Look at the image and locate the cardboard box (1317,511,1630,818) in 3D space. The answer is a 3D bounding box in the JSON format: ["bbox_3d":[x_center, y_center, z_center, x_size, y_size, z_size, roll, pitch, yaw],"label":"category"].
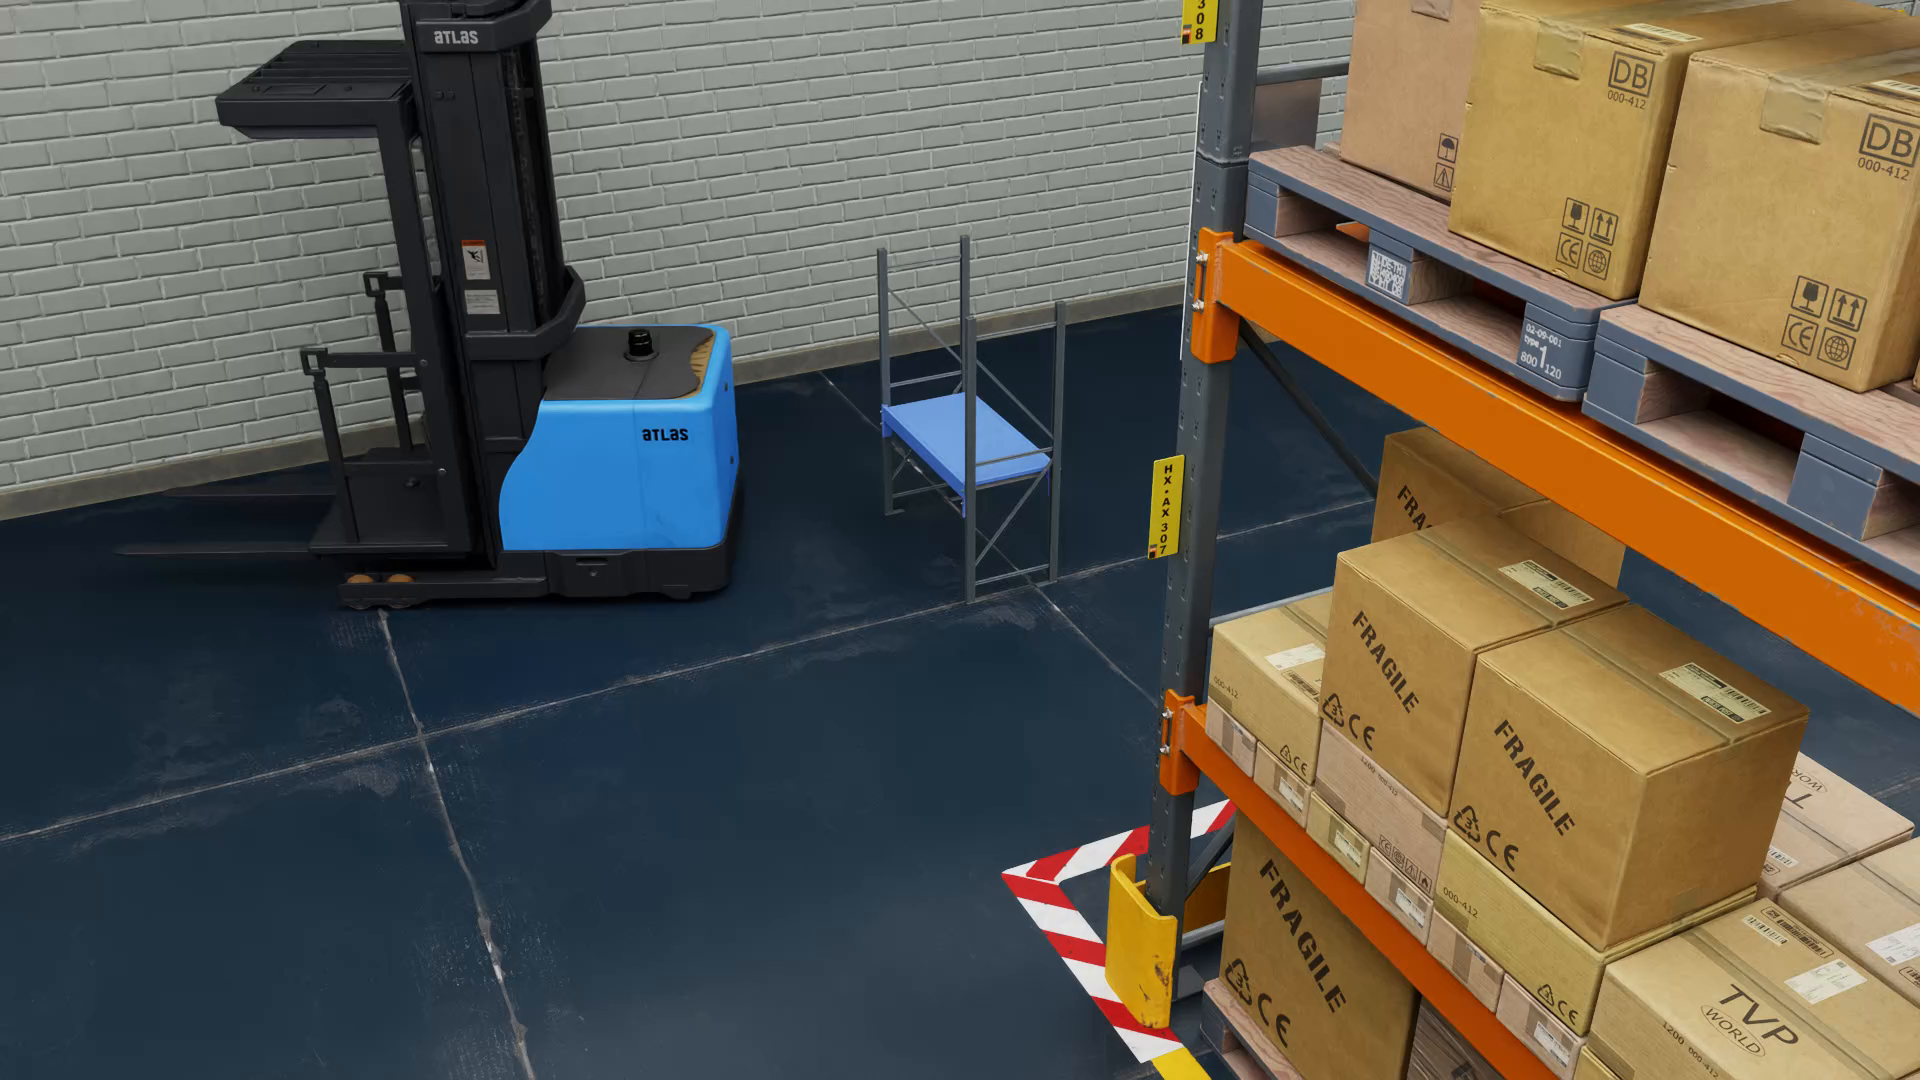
[{"bbox_3d":[1.286,0.302,4.227,0.500,0.500,0.500,-14,32,-23],"label":"cardboard box"}]

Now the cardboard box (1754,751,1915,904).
[{"bbox_3d":[1.993,0.747,4.201,0.500,0.250,0.500,-14,32,-24],"label":"cardboard box"}]

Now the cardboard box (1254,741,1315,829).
[{"bbox_3d":[1.075,0.652,4.777,0.380,0.149,0.250,-14,32,-23],"label":"cardboard box"}]

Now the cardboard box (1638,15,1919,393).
[{"bbox_3d":[1.779,-0.664,3.167,0.700,0.500,0.500,-15,33,-25],"label":"cardboard box"}]

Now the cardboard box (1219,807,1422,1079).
[{"bbox_3d":[1.456,1.213,5.263,0.875,0.875,0.875,-13,32,-22],"label":"cardboard box"}]

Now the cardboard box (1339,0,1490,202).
[{"bbox_3d":[1.381,-1.157,4.045,0.700,0.500,0.500,-15,33,-25],"label":"cardboard box"}]

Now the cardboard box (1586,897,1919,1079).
[{"bbox_3d":[1.742,1.088,3.591,0.500,0.250,0.500,-14,32,-23],"label":"cardboard box"}]

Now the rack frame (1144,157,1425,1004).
[{"bbox_3d":[1.109,0.204,5.320,1.000,3.000,0.127,-13,32,-22],"label":"rack frame"}]

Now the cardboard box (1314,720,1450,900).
[{"bbox_3d":[1.300,0.636,4.398,0.500,0.250,0.500,-13,32,-23],"label":"cardboard box"}]

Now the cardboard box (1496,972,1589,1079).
[{"bbox_3d":[1.518,1.107,3.966,0.380,0.149,0.250,-13,32,-23],"label":"cardboard box"}]

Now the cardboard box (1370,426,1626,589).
[{"bbox_3d":[1.556,-0.028,4.815,0.500,0.500,0.500,-13,32,-21],"label":"cardboard box"}]

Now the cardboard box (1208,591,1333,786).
[{"bbox_3d":[1.071,0.408,4.805,0.500,0.250,0.500,-14,32,-23],"label":"cardboard box"}]

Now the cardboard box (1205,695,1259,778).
[{"bbox_3d":[0.963,0.539,4.978,0.380,0.149,0.250,-13,32,-21],"label":"cardboard box"}]

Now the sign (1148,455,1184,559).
[{"bbox_3d":[0.605,-0.095,4.886,0.100,0.325,0.005,-13,32,-22],"label":"sign"}]

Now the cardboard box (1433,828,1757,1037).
[{"bbox_3d":[1.513,0.859,4.000,0.500,0.250,0.500,-14,32,-24],"label":"cardboard box"}]

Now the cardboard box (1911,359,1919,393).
[{"bbox_3d":[2.113,-0.440,2.768,0.700,0.500,0.500,-12,31,-20],"label":"cardboard box"}]

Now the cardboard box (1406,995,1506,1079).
[{"bbox_3d":[1.847,1.615,4.546,0.875,0.875,0.875,-13,32,-22],"label":"cardboard box"}]

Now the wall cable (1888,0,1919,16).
[{"bbox_3d":[7.618,-4.820,13.208,0.585,1.953,0.123,-13,32,-22],"label":"wall cable"}]

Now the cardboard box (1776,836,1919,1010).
[{"bbox_3d":[2.220,0.976,3.792,0.500,0.250,0.500,-13,32,-22],"label":"cardboard box"}]

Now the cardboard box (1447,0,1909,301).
[{"bbox_3d":[1.513,-0.883,3.557,0.700,0.500,0.500,-14,32,-24],"label":"cardboard box"}]

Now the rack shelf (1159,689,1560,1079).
[{"bbox_3d":[1.968,1.401,3.920,1.077,0.370,4.000,-13,32,-22],"label":"rack shelf"}]

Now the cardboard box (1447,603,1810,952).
[{"bbox_3d":[1.514,0.529,3.821,0.500,0.500,0.500,-14,32,-23],"label":"cardboard box"}]

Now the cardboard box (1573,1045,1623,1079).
[{"bbox_3d":[1.625,1.219,3.767,0.380,0.149,0.250,-14,32,-23],"label":"cardboard box"}]

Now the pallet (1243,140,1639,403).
[{"bbox_3d":[1.437,-0.740,4.027,1.003,0.211,1.213,-13,32,-22],"label":"pallet"}]

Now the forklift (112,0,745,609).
[{"bbox_3d":[-2.668,-1.202,7.896,3.031,2.935,1.130,-1,29,-1],"label":"forklift"}]

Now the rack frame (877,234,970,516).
[{"bbox_3d":[-0.182,-0.841,8.716,0.500,1.500,0.032,-13,32,-22],"label":"rack frame"}]

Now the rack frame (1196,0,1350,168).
[{"bbox_3d":[1.109,-2.413,3.853,1.000,3.000,0.127,-13,32,-22],"label":"rack frame"}]

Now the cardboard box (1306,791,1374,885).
[{"bbox_3d":[1.185,0.765,4.575,0.380,0.149,0.250,-14,32,-23],"label":"cardboard box"}]

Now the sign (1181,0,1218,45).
[{"bbox_3d":[0.605,-1.407,4.150,0.100,0.325,0.005,-13,32,-22],"label":"sign"}]

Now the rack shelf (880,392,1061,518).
[{"bbox_3d":[0.037,-0.460,8.404,0.538,0.185,1.000,-13,32,-22],"label":"rack shelf"}]

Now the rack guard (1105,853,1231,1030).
[{"bbox_3d":[1.099,1.283,5.950,1.175,0.500,0.348,-13,32,-22],"label":"rack guard"}]

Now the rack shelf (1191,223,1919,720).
[{"bbox_3d":[1.968,0.093,3.187,1.077,0.370,4.000,-13,32,-22],"label":"rack shelf"}]

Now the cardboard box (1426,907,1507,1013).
[{"bbox_3d":[1.406,0.993,4.169,0.380,0.149,0.250,-14,32,-23],"label":"cardboard box"}]

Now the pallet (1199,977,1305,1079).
[{"bbox_3d":[1.523,1.757,5.401,1.003,0.211,1.213,-13,32,-22],"label":"pallet"}]

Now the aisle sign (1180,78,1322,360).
[{"bbox_3d":[0.807,-0.899,4.628,0.394,0.787,0.004,-13,32,-22],"label":"aisle sign"}]

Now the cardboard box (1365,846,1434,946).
[{"bbox_3d":[1.298,0.880,4.370,0.380,0.149,0.250,-14,32,-23],"label":"cardboard box"}]

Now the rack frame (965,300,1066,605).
[{"bbox_3d":[0.255,-0.392,7.916,0.500,1.500,0.032,-13,32,-22],"label":"rack frame"}]

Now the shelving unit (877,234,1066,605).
[{"bbox_3d":[0.037,-0.616,8.316,0.538,1.500,1.048,-13,32,-22],"label":"shelving unit"}]

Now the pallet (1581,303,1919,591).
[{"bbox_3d":[1.965,-0.201,3.065,1.003,0.211,1.213,-13,32,-22],"label":"pallet"}]
